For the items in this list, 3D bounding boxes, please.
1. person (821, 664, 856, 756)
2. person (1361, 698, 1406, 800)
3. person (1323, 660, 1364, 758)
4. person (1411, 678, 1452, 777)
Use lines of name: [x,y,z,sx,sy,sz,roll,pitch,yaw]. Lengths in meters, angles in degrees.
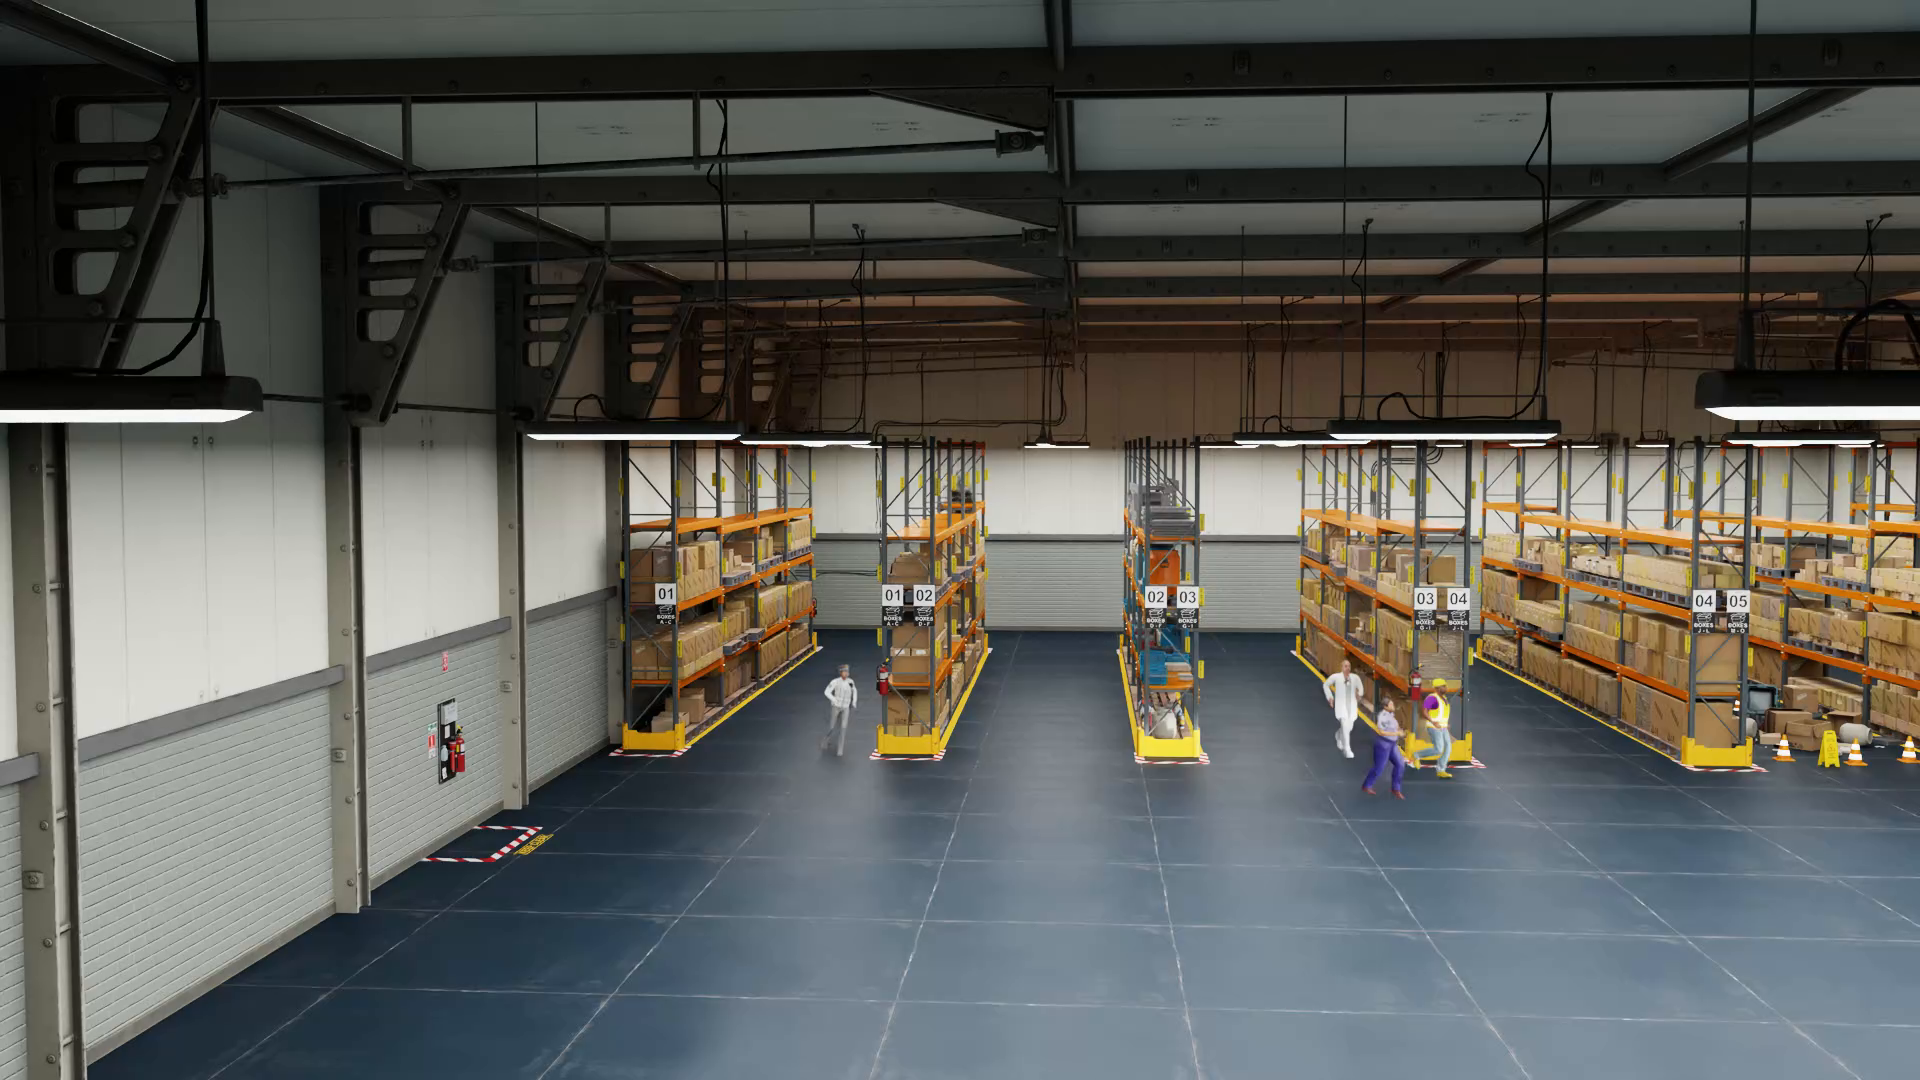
person: [-2.240,3.189,31.531,0.674,1.673,0.920,-1,3,-18]
person: [6.984,3.444,27.356,0.761,1.711,0.594,2,4,37]
person: [7.242,3.147,31.322,0.722,1.779,0.993,-1,3,-10]
person: [8.410,3.298,29.354,0.720,1.722,0.760,3,4,40]
